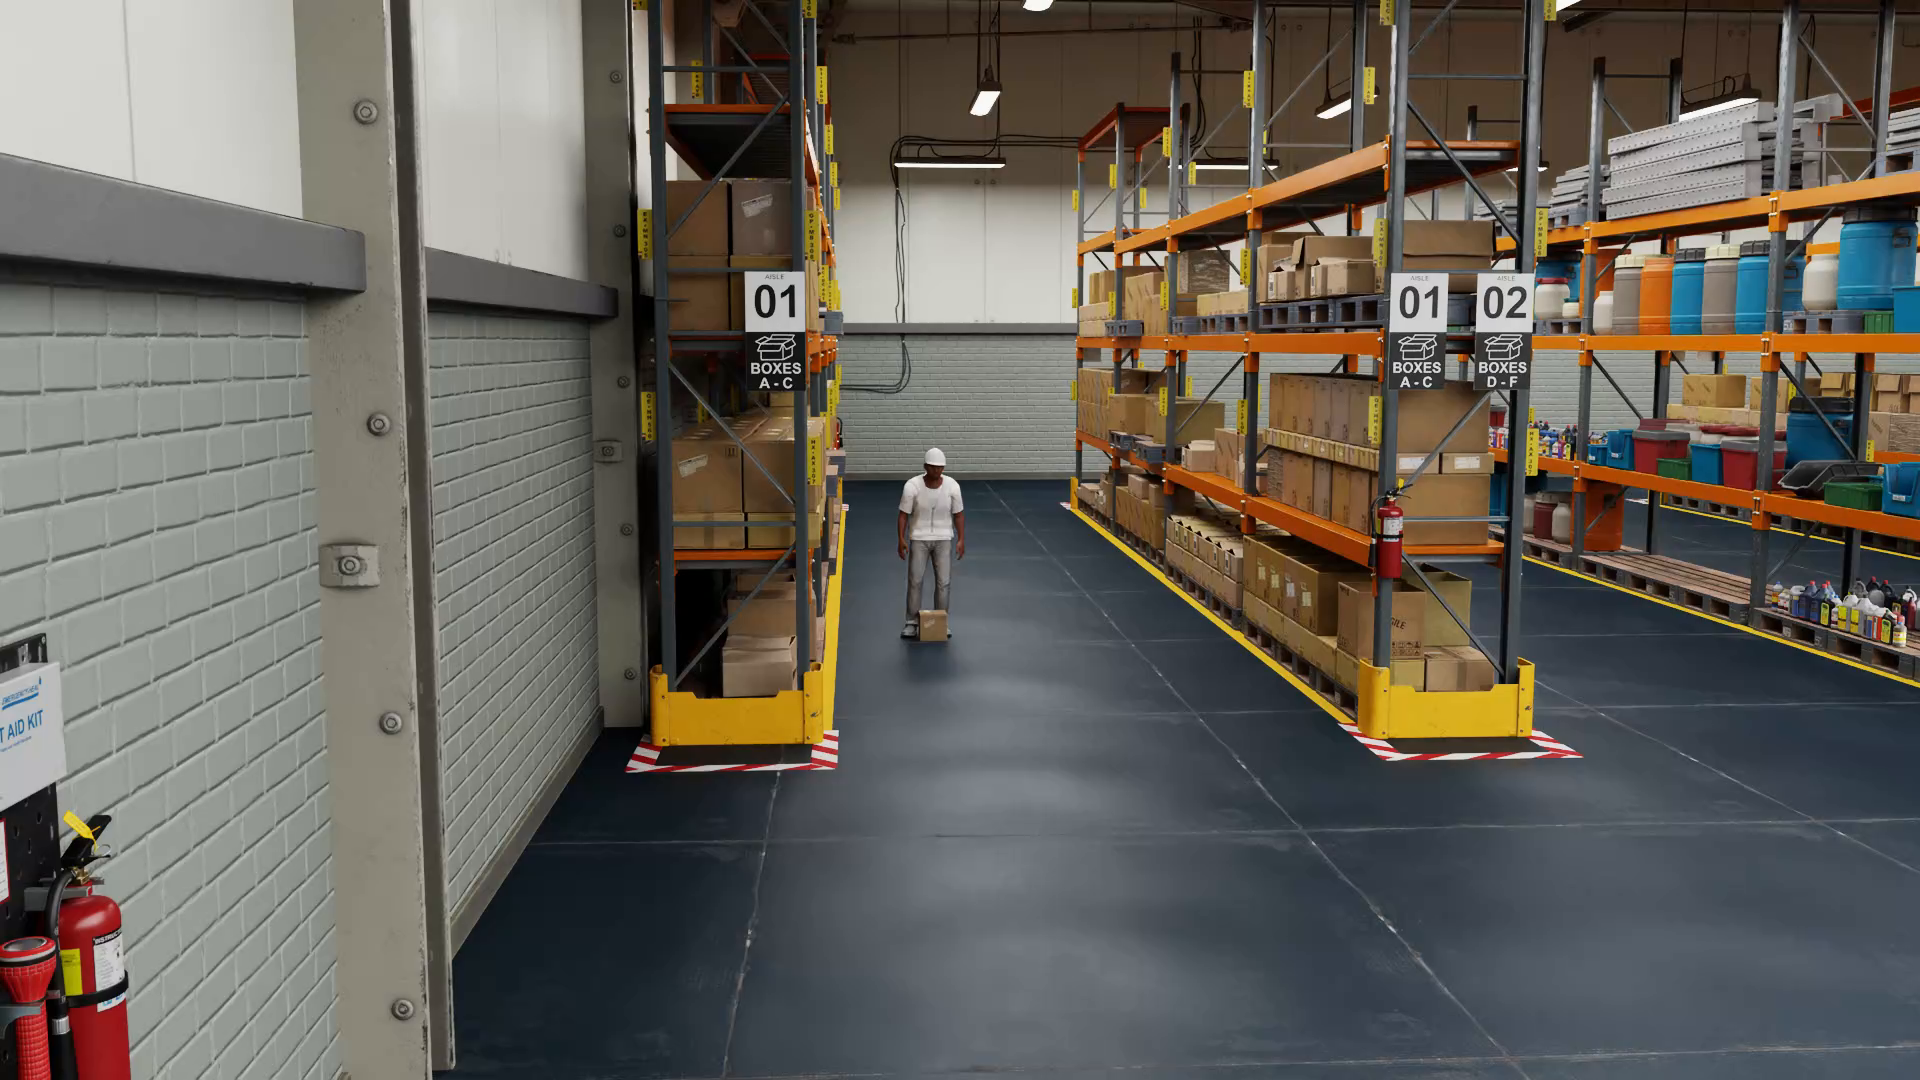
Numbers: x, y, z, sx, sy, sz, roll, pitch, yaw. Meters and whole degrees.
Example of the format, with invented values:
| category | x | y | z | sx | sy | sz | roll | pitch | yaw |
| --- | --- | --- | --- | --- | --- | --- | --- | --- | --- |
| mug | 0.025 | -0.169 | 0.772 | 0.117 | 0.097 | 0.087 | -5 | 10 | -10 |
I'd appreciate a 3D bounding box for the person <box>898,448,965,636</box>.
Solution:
| category | x | y | z | sx | sy | sz | roll | pitch | yaw |
| --- | --- | --- | --- | --- | --- | --- | --- | --- | --- |
| person | -0.266 | 0.017 | 15.522 | 0.634 | 1.760 | 0.460 | -1 | 7 | -7 |
